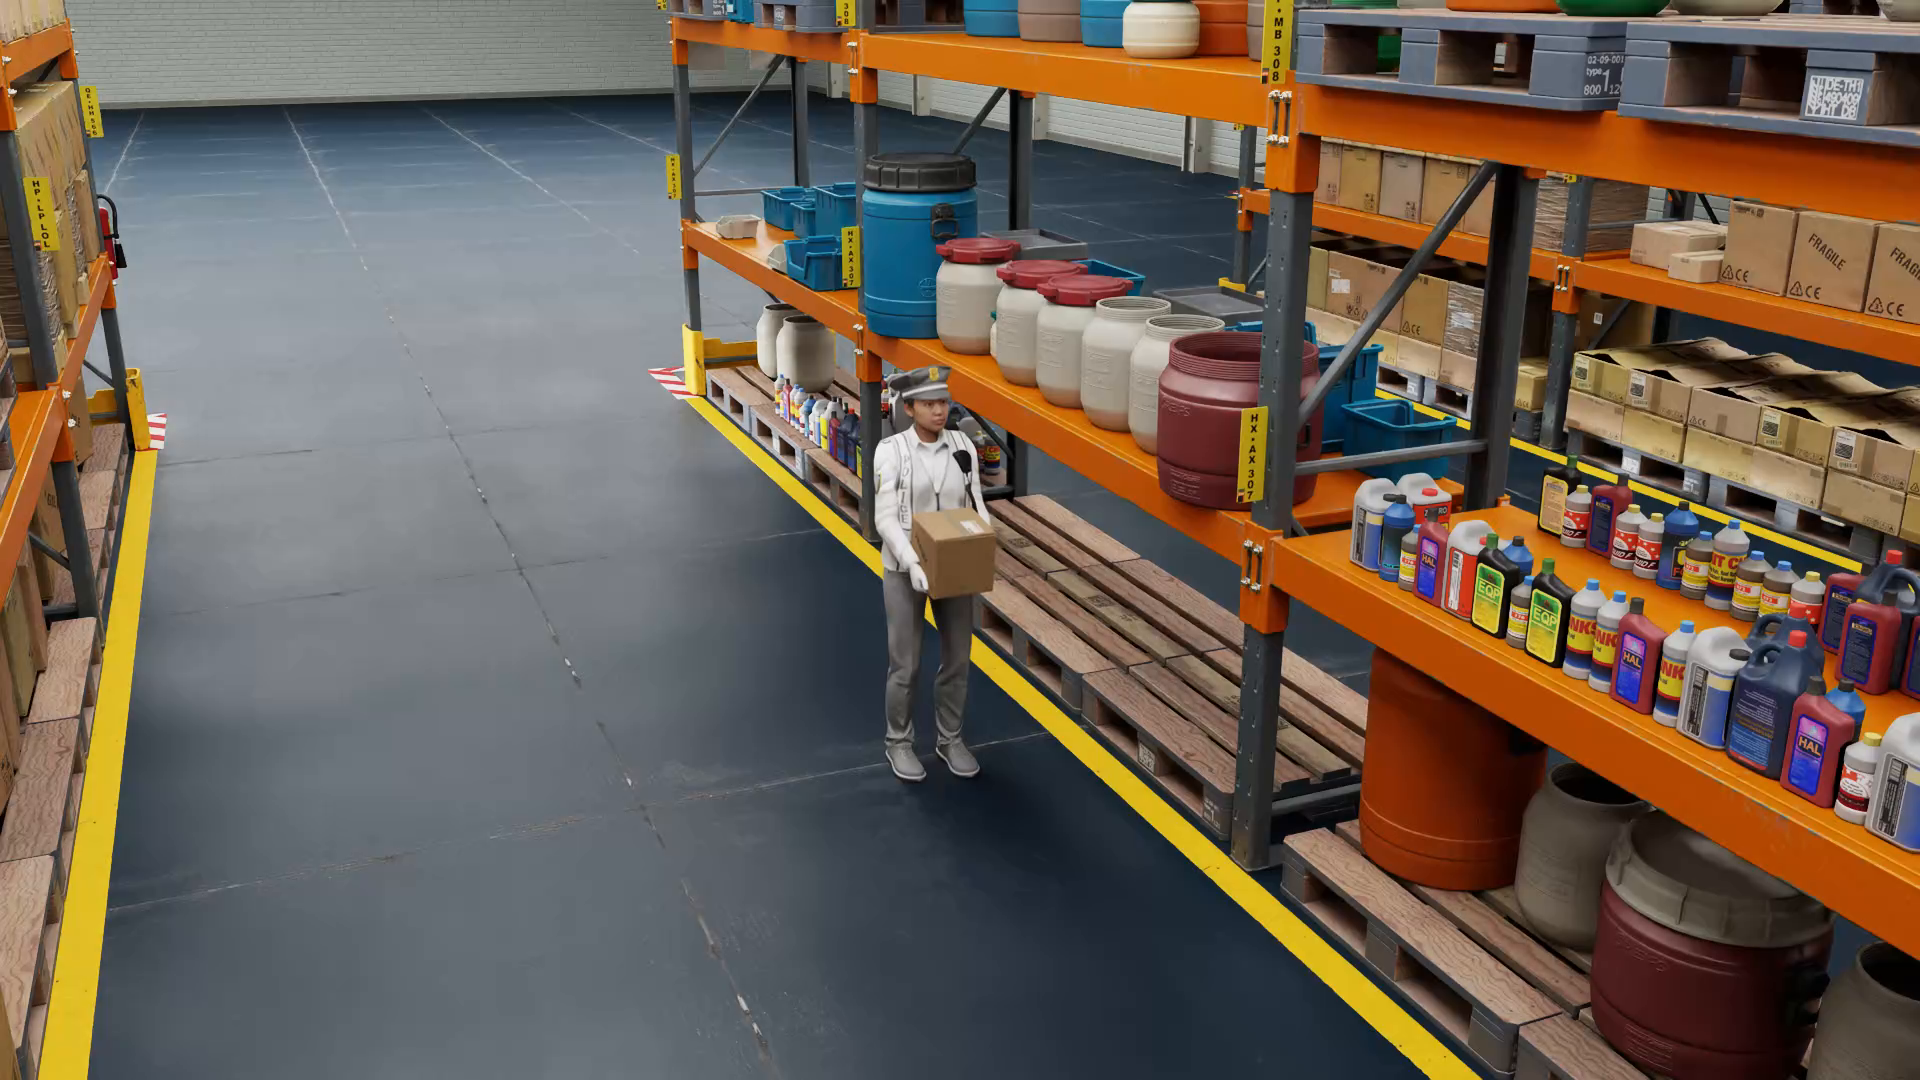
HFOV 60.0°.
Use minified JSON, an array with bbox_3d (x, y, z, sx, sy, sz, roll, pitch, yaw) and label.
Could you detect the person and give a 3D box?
[{"bbox_3d":[-0.104,0.144,6.610,0.459,1.686,0.555,-8,20,-21],"label":"person"}]
